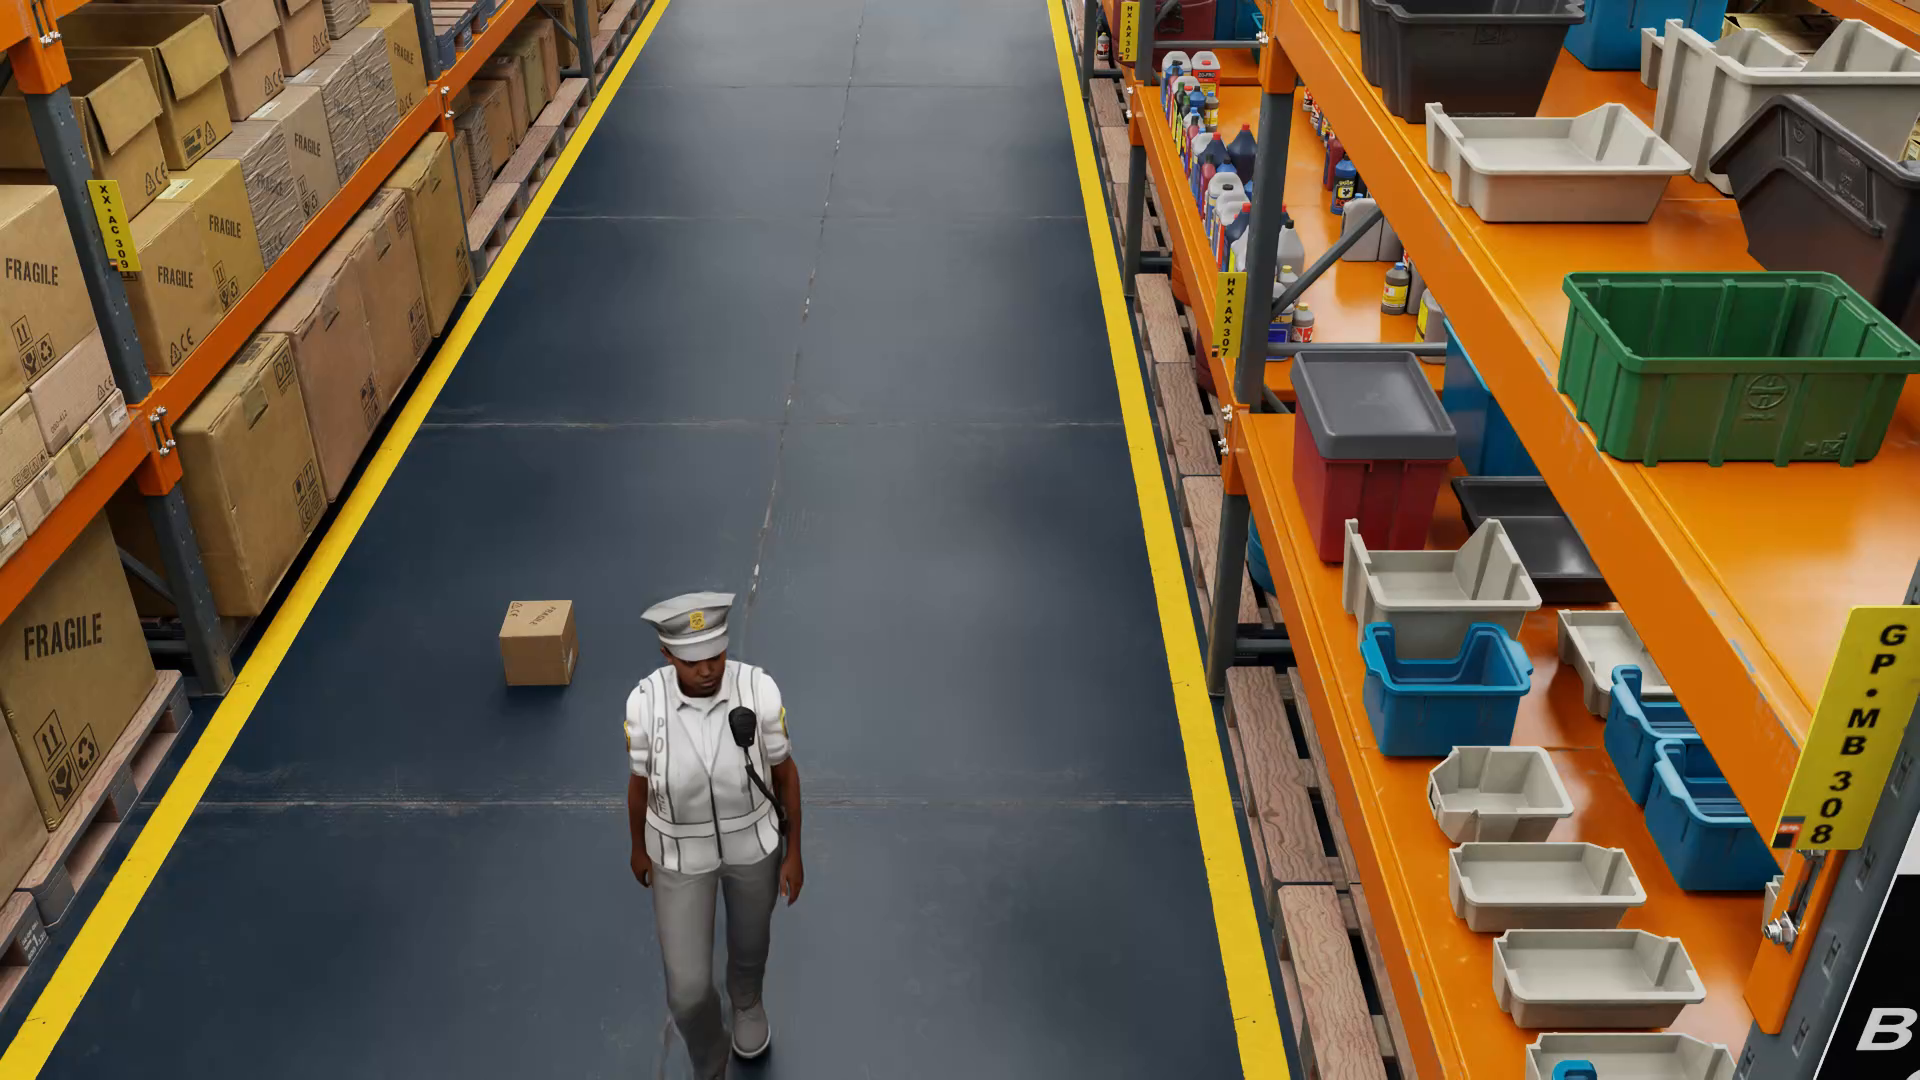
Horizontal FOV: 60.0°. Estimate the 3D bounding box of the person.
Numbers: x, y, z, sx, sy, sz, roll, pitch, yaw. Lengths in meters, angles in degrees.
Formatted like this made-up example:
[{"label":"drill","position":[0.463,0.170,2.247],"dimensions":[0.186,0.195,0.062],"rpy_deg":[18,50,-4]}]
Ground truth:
[{"label":"person","position":[-0.678,0.898,4.683],"dimensions":[0.483,1.754,0.516],"rpy_deg":[-8,33,-13]}]
